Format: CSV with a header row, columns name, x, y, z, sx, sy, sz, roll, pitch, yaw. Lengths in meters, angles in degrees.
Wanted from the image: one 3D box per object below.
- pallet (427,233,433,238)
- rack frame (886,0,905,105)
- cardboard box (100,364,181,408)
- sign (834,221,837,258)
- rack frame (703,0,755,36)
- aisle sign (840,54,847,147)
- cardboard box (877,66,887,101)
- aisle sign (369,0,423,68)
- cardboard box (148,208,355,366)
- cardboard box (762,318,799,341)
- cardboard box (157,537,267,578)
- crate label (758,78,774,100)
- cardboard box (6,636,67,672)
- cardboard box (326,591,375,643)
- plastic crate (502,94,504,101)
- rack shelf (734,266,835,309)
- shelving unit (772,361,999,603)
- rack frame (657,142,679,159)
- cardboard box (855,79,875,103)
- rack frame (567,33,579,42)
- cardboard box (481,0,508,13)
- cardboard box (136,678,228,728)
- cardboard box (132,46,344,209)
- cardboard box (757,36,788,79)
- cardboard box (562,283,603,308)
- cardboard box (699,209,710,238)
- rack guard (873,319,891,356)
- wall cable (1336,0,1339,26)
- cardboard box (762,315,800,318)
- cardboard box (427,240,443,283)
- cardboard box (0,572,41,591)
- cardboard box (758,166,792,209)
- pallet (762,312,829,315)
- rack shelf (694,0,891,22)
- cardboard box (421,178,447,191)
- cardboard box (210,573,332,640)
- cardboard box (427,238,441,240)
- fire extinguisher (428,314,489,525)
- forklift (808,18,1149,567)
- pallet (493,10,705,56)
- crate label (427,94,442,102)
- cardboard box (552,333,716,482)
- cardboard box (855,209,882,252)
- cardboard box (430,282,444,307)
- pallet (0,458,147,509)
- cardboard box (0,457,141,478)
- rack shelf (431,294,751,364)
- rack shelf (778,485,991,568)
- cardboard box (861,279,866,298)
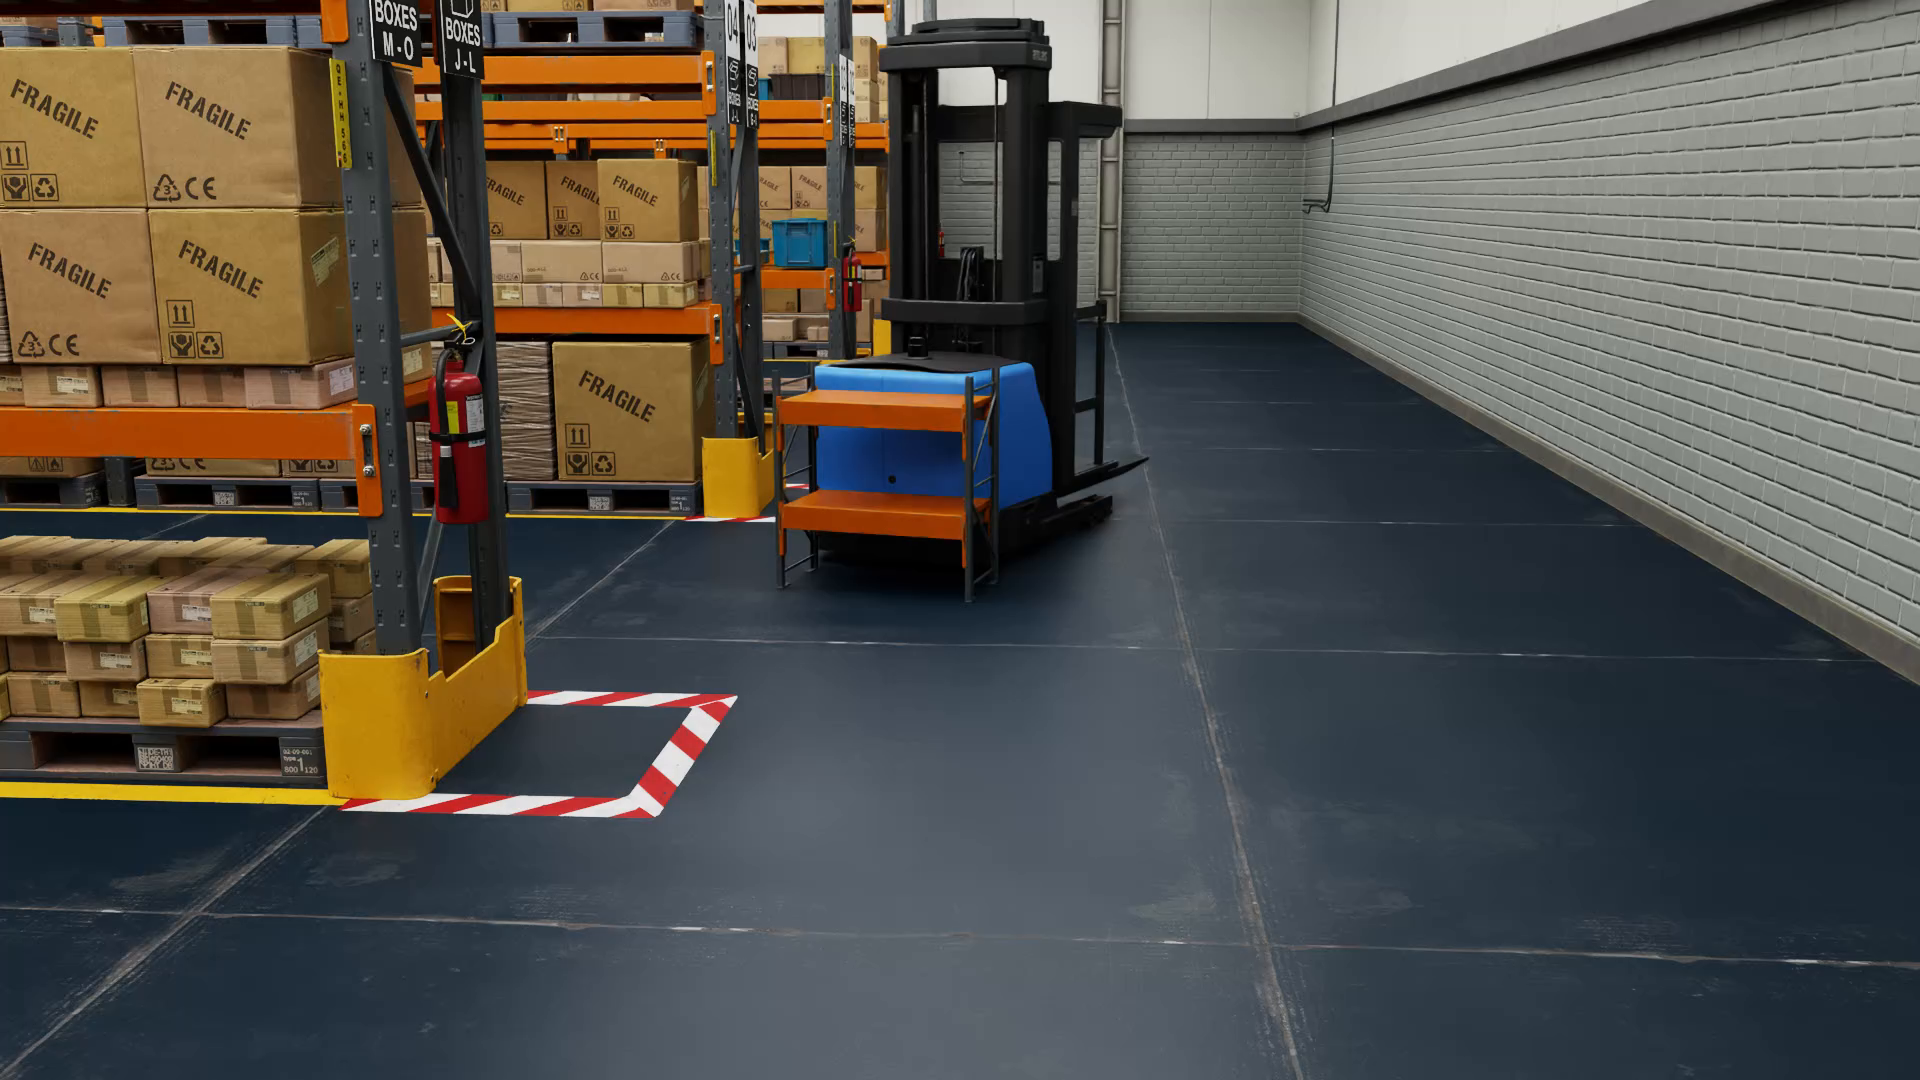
name,x,y,z,sx,sy,sz,roll,pitch,yaw
pallet,-6.808,-3.739,20.786,1.213,0.211,1.003,1,12,4
rack frame,-0.766,-6.686,19.751,0.127,3.000,1.000,1,12,4
cardboard box,-2.705,-0.549,5.679,0.250,0.149,0.380,1,12,3
sign,-1.122,-2.705,14.973,0.005,0.325,0.100,1,12,4
rack frame,-1.432,-4.662,10.077,0.127,3.000,1.000,1,12,4
aisle sign,-1.049,-3.949,14.971,0.004,0.787,0.394,1,12,4
cardboard box,-1.188,-6.732,24.563,0.500,0.500,0.500,1,12,4
aisle sign,-1.812,-1.924,5.290,0.004,0.787,0.394,1,12,4
cardboard box,-2.330,-0.862,5.591,0.500,0.500,0.500,1,12,5
cardboard box,-2.271,-2.595,20.488,0.500,0.250,0.500,1,12,4
cardboard box,-2.890,0.100,6.450,0.250,0.149,0.380,1,12,4
crate label,-2.000,-4.211,15.612,0.502,0.251,0.408,1,12,4
cardboard box,-3.190,0.350,5.978,0.250,0.149,0.380,1,12,3
cardboard box,-2.370,0.271,6.357,0.250,0.149,0.380,1,12,6
plastic crate,-4.163,-4.231,15.752,0.300,0.233,0.416,1,12,4
rack shelf,-3.097,-2.413,15.733,4.000,0.370,1.077,1,12,4
shelving unit,-0.371,-0.317,8.537,1.048,1.125,0.538,4,12,17
rack frame,-4.430,-4.816,25.465,0.127,3.000,1.000,1,12,4
cardboard box,-1.296,-5.344,19.807,0.500,0.250,0.500,1,12,4
rack frame,-4.758,-6.740,20.013,0.127,3.000,1.000,1,12,4
cardboard box,-3.027,-3.523,10.443,0.500,0.500,0.700,0,12,0
cardboard box,-2.667,0.529,5.851,0.250,0.149,0.380,1,12,5
cardboard box,-2.338,-1.353,5.498,0.500,0.500,0.500,1,12,3
cardboard box,-2.279,-5.769,20.007,0.500,0.500,0.700,1,12,4
cardboard box,-2.321,-1.547,10.451,0.250,0.149,0.380,1,12,4
cardboard box,-3.257,-3.777,20.252,0.500,0.500,0.500,1,12,3
rack guard,-0.842,-2.527,20.627,0.348,0.500,1.175,1,12,4
wall cable,5.000,-7.947,21.029,0.112,2.526,3.097,1,12,4
cardboard box,-2.288,-2.698,20.980,0.500,0.250,0.500,1,12,4
cardboard box,-3.467,-1.770,10.545,0.500,0.250,0.500,1,12,4
cardboard box,-3.449,0.228,5.836,0.250,0.149,0.380,1,12,6
cardboard box,-2.251,-4.250,20.075,0.500,0.500,0.500,1,12,5
pallet,-2.456,-3.409,25.548,1.213,0.211,1.003,1,12,4
rack shelf,-2.762,-6.359,19.956,4.000,0.370,1.077,1,12,4
cardboard box,-7.957,-5.383,25.324,0.500,0.250,0.500,1,12,5
cardboard box,-2.410,0.230,5.829,0.250,0.149,0.380,1,12,4
cardboard box,-3.434,-1.879,11.064,0.500,0.250,0.500,1,12,3
fire extinguisher,-1.644,-0.396,5.433,0.183,0.674,0.296,1,12,4
forklift,0.293,-1.547,10.005,1.130,2.935,3.031,6,13,27
pallet,-2.173,-3.158,10.431,1.213,0.211,1.003,1,12,4
crate label,-4.623,-4.066,15.196,0.466,0.136,0.293,1,12,4
cardboard box,-2.076,-0.884,10.829,0.875,0.875,0.875,1,12,4
cardboard box,-1.232,-3.749,20.119,0.500,0.500,0.500,1,12,5
cardboard box,-3.335,-1.561,10.519,0.250,0.149,0.380,1,12,5
pallet,-6.198,-0.411,11.215,1.213,0.211,1.003,1,12,4
cardboard box,-6.063,-0.950,11.150,0.875,0.875,1.225,1,12,4
rack shelf,-3.428,-1.401,10.896,4.000,0.370,1.077,1,12,4
rack shelf,-0.371,-0.078,8.587,1.000,0.278,0.538,4,12,17
cardboard box,-1.644,-3.739,25.397,0.500,0.500,0.700,1,12,4
